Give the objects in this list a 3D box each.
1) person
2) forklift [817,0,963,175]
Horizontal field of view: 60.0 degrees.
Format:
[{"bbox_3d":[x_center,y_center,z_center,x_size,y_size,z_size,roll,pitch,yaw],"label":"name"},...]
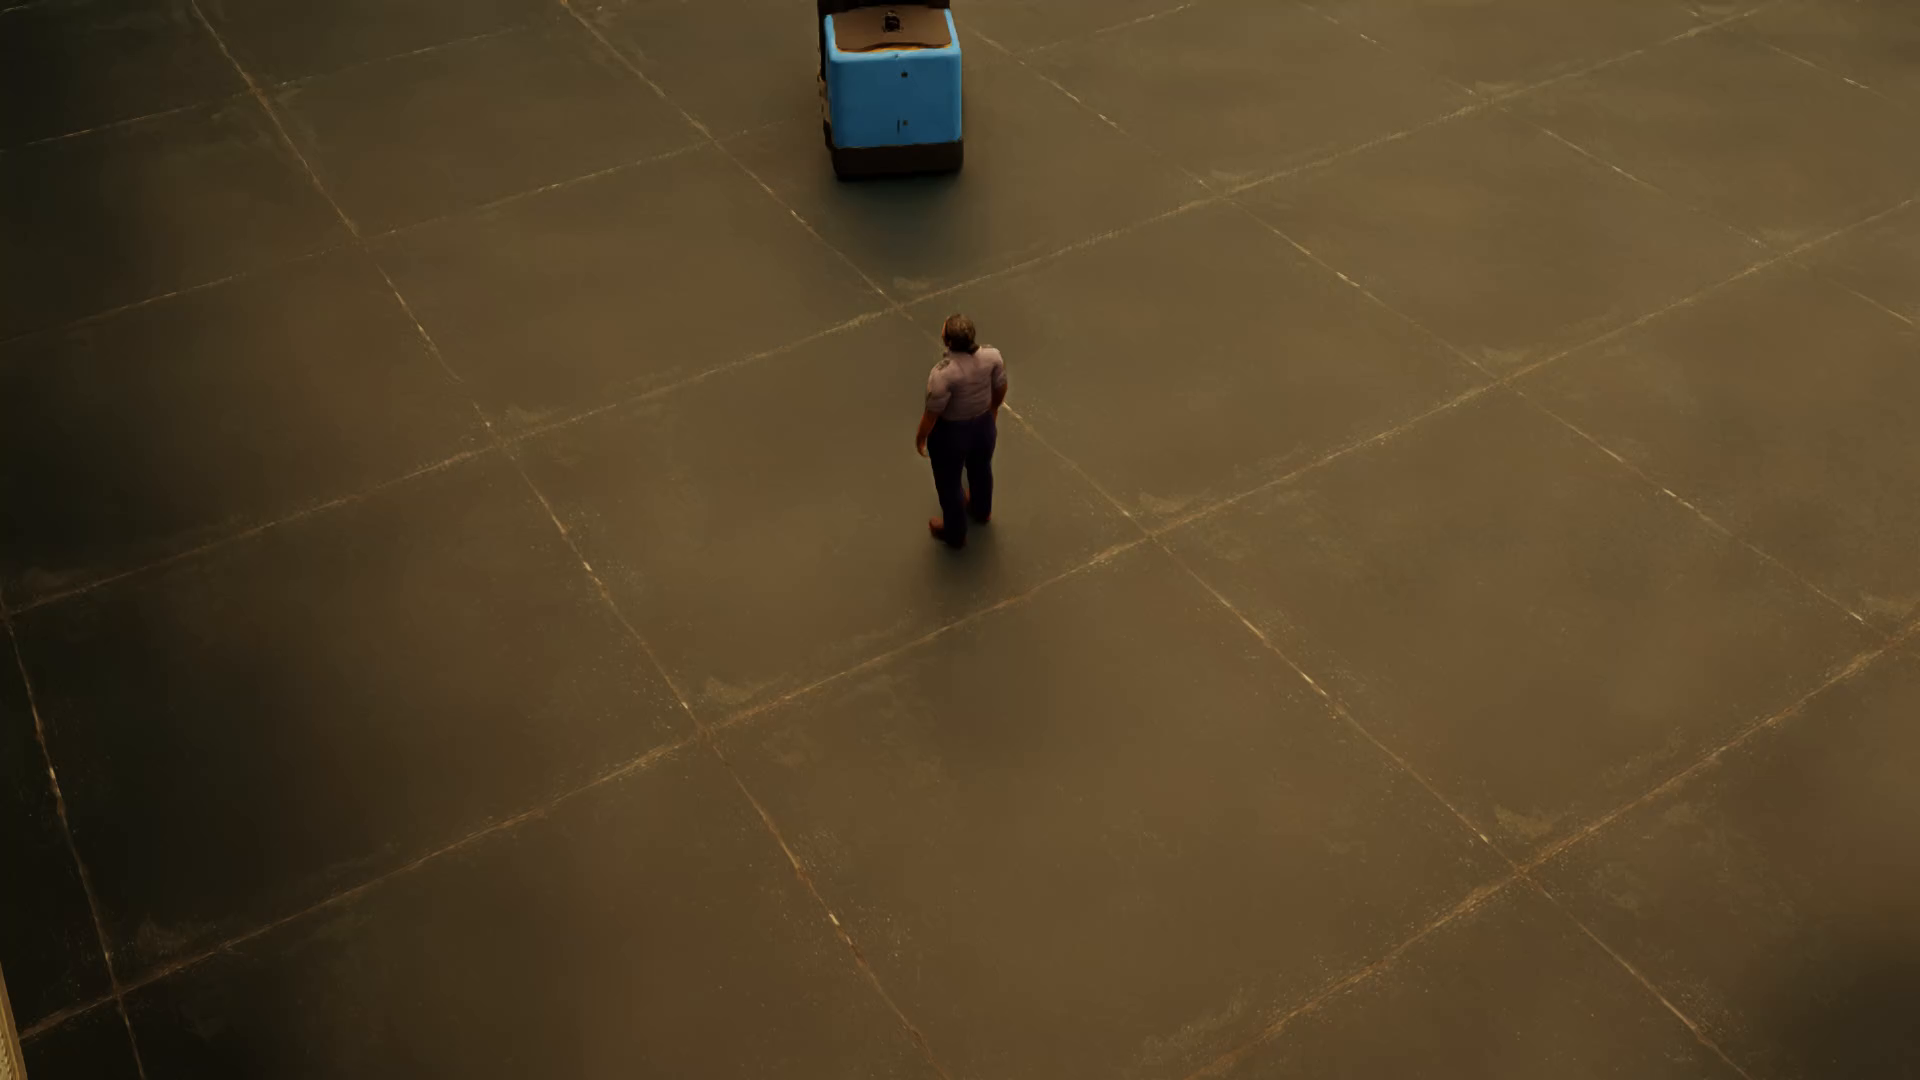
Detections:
[{"bbox_3d":[-0.029,-0.684,9.618,0.599,1.650,0.502,-23,46,-24],"label":"person"},{"bbox_3d":[-0.665,-4.998,13.590,1.130,2.935,3.031,-5,41,-5],"label":"forklift"}]
